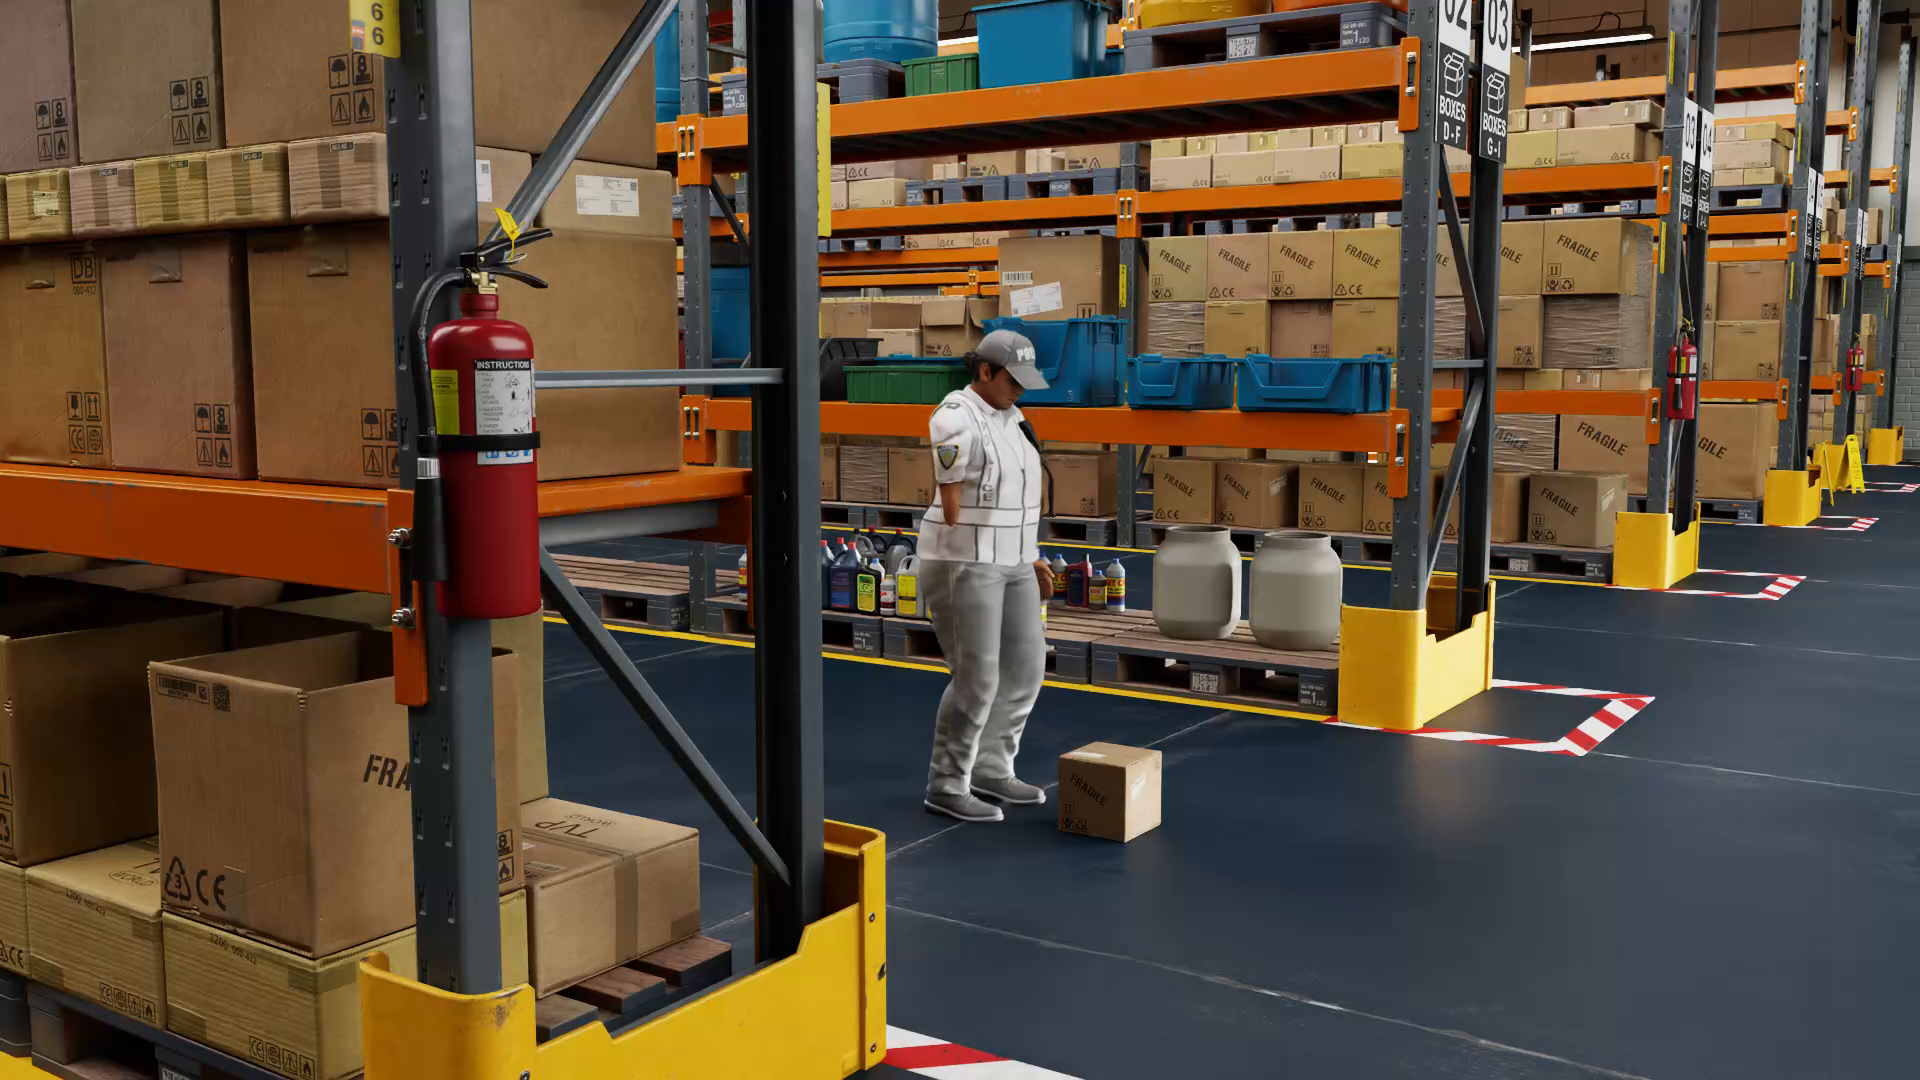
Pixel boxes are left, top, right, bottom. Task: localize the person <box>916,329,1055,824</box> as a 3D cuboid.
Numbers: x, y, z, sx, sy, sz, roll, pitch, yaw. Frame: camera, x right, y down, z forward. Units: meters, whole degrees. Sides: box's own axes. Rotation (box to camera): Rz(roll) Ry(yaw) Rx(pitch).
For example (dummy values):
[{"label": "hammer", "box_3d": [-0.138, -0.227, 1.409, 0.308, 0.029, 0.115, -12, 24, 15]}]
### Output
[{"label": "person", "box_3d": [0.102, 0.109, 5.677, 0.429, 1.643, 0.483, 4, 8, 35]}]
